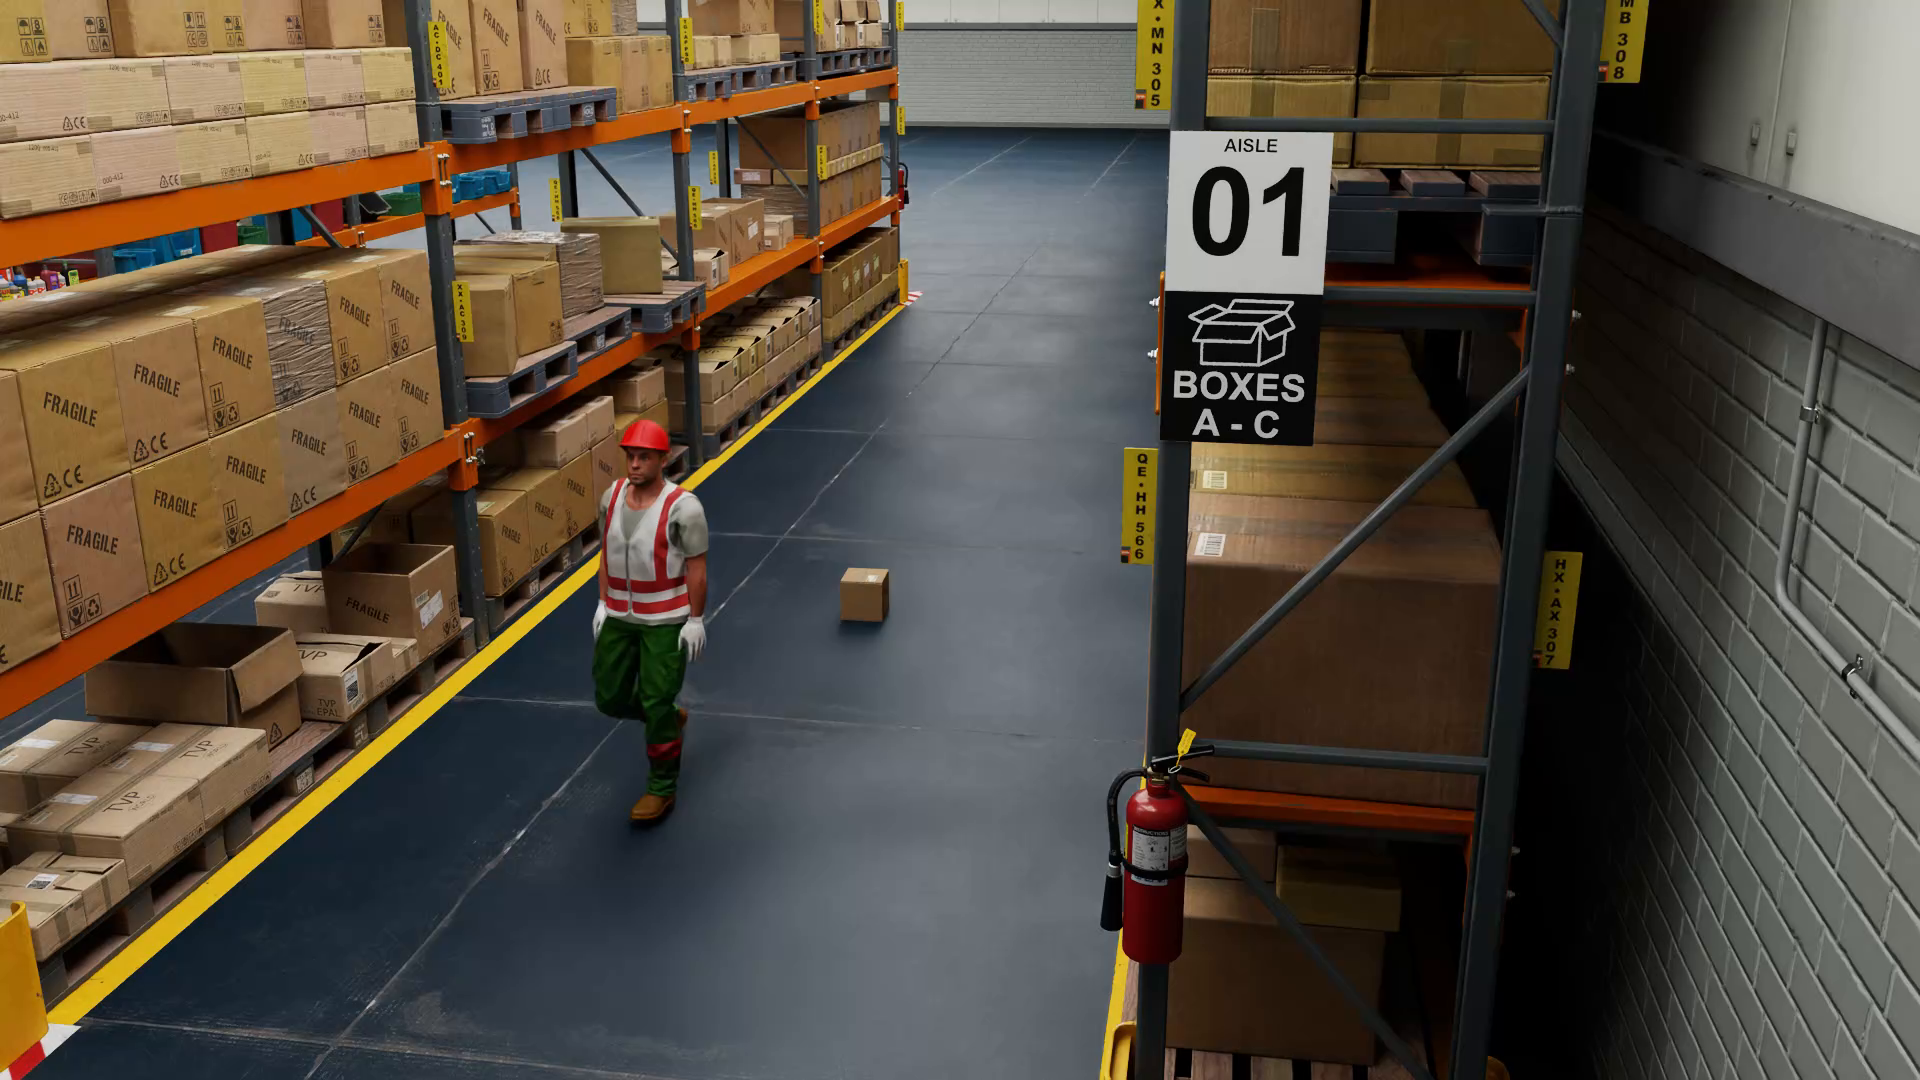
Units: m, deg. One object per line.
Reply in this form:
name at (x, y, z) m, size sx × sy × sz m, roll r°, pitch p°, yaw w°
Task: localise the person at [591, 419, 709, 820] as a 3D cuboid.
person at (-1.370, 0.329, 7.392) m, size 0.560 × 1.777 × 0.626 m, roll 8°, pitch 19°, yaw 22°
